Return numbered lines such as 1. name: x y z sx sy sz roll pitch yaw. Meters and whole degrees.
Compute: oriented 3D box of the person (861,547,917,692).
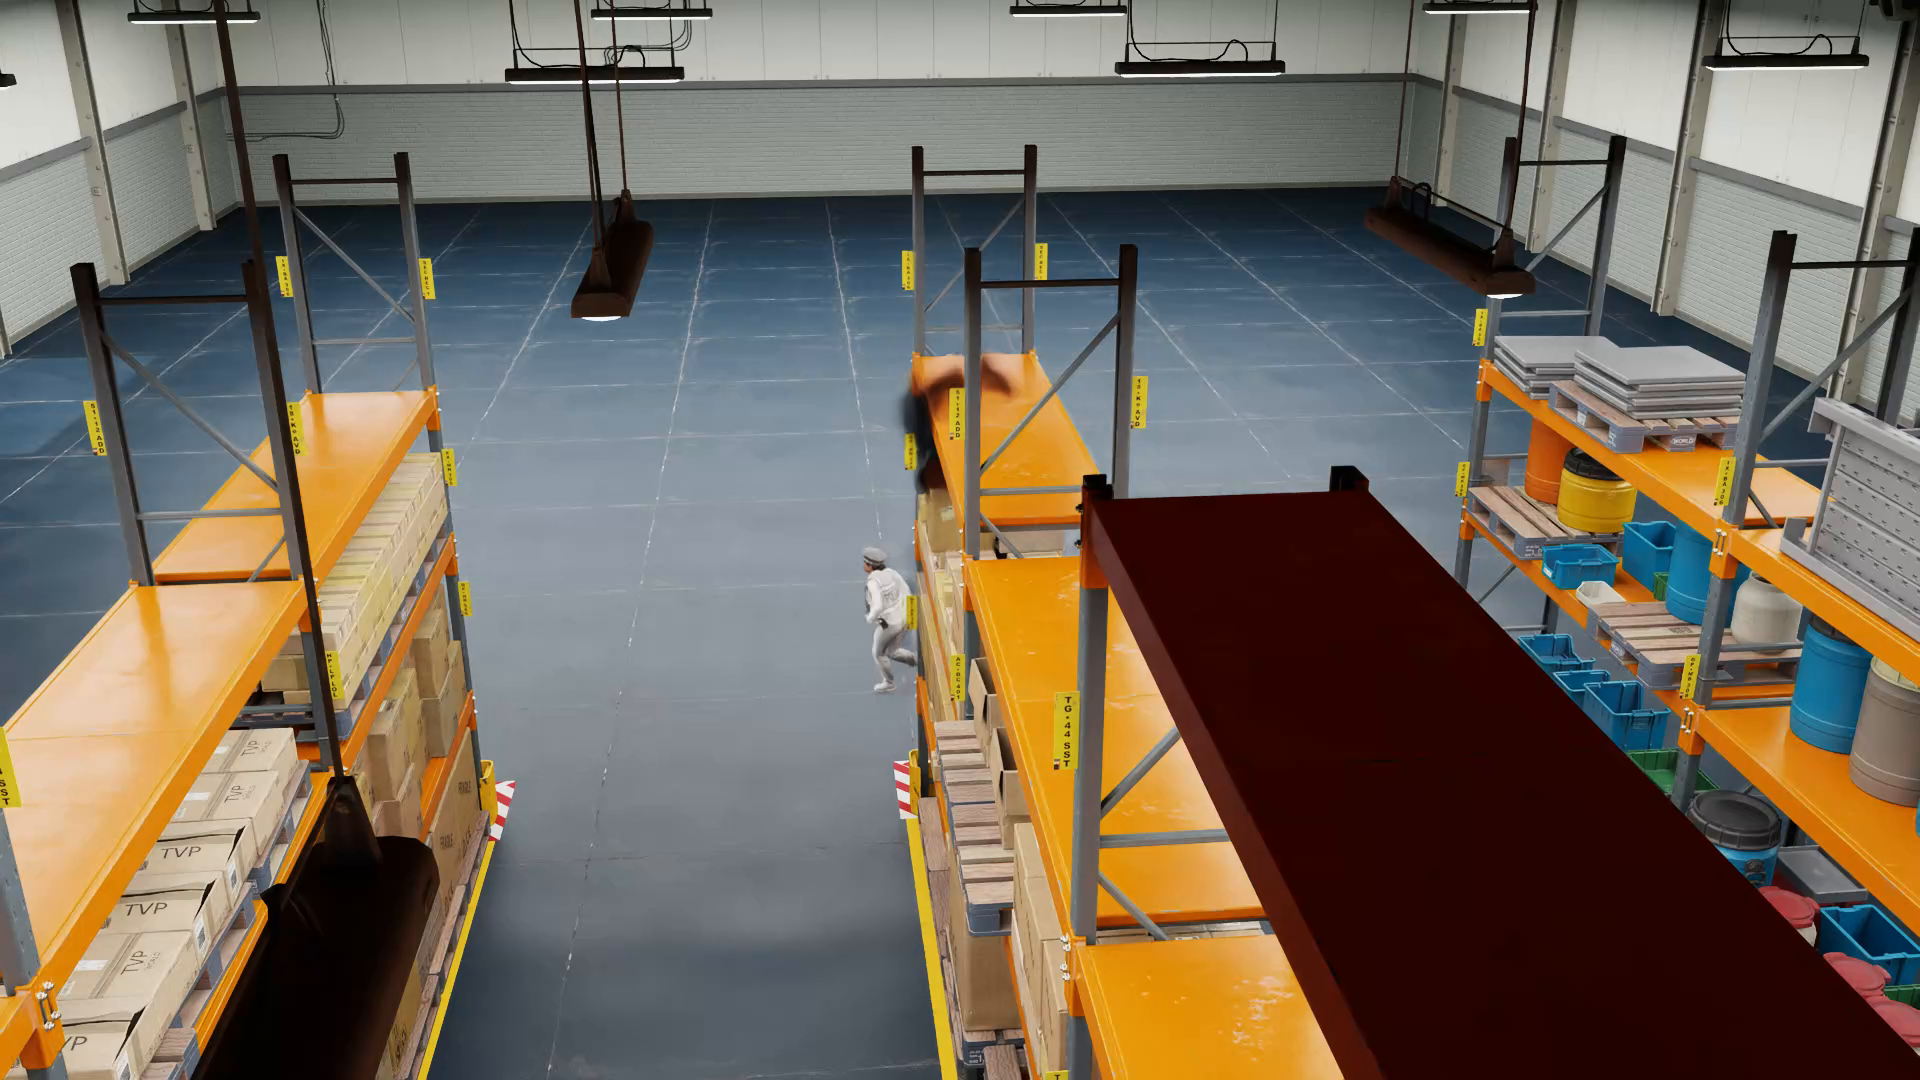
1. person: -0.650 0.894 17.148 0.795 1.632 0.616 8 23 20
